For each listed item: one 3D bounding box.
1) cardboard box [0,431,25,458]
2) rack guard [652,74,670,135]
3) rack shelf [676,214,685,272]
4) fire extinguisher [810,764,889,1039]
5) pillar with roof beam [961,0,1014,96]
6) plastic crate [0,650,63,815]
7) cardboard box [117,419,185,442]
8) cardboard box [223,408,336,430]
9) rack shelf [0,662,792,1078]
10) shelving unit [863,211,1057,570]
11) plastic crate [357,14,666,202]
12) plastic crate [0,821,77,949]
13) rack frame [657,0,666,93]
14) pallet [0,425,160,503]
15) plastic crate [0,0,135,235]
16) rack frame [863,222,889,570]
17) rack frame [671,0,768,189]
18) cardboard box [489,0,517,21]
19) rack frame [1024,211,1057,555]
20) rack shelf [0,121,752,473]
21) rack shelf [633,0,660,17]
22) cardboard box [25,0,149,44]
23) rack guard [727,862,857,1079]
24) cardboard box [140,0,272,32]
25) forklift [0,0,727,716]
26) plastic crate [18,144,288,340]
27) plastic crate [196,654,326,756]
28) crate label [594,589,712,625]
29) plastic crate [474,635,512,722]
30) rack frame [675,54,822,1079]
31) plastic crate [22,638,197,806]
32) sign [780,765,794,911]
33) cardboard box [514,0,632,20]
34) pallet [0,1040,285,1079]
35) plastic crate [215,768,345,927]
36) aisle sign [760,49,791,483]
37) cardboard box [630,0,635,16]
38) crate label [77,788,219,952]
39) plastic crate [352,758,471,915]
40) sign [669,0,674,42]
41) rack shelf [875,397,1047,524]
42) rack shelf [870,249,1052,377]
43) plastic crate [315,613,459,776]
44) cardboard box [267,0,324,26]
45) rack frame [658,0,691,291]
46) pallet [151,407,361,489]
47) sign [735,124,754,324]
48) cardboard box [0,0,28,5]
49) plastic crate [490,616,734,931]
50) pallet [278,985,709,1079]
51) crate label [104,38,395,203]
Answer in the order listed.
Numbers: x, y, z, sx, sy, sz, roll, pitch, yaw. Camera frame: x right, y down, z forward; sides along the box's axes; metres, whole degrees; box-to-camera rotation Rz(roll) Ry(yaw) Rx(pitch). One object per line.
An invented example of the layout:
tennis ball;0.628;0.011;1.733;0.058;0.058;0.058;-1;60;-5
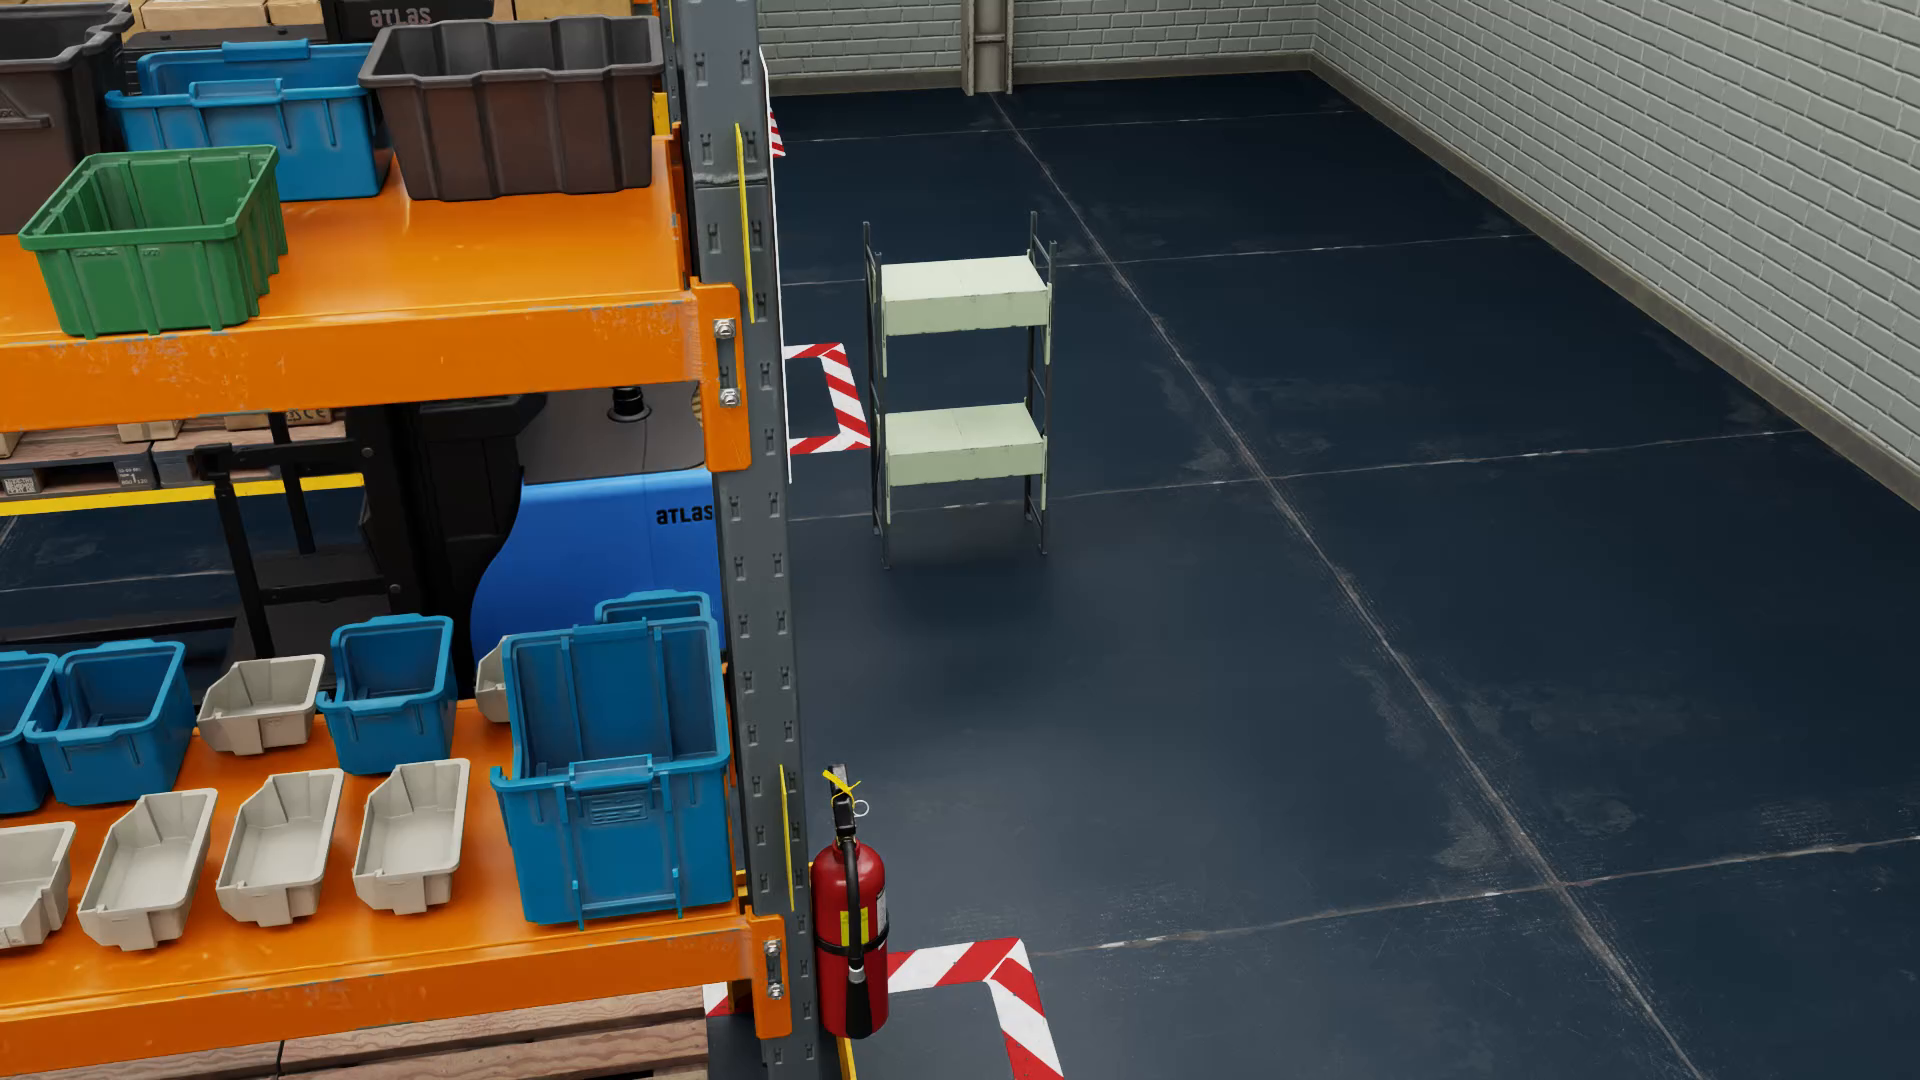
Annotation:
cardboard box;-4.855;-0.631;8.083;0.500;0.311;0.500;-5;31;-9
rack guard;-2.245;-3.430;13.089;0.348;0.500;1.175;-5;31;-9
rack shelf;-3.340;-1.543;8.124;4.000;0.370;1.077;-5;31;-9
fire extinguisher;-0.254;0.842;3.804;0.183;0.674;0.296;-5;31;-9
pillar with roof beam;1.007;-5.622;8.434;0.400;9.000;9.100;-5;31;-9
plastic crate;-2.377;0.487;4.069;0.300;0.233;0.416;-5;31;-9
cardboard box;-4.006;-0.653;8.262;0.250;0.166;0.380;-5;31;-9
cardboard box;-3.460;-0.958;8.448;0.637;0.503;0.797;-5;31;-9
rack shelf;-2.451;0.927;3.923;4.000;0.370;1.077;-5;31;-9
shelving unit;-0.007;-0.646;7.369;0.755;1.500;0.431;-5;31;-9
plastic crate;-0.913;-0.906;3.501;0.590;0.269;0.497;-5;31;-9
plastic crate;-2.099;0.780;3.665;0.250;0.136;0.298;-5;31;-9
rack frame;-2.268;-4.505;12.452;0.127;3.000;1.000;-5;31;-9
pallet;-4.631;-0.530;8.444;1.213;0.211;1.003;-5;31;-9
plastic crate;-2.036;-0.829;3.303;0.767;0.338;0.504;-5;31;-9
rack frame;-0.367;-0.612;7.312;0.023;1.500;0.400;-5;31;-9
rack frame;-0.484;-2.151;2.531;0.127;3.000;1.000;-5;31;-9
cardboard box;-2.258;-2.285;7.592;0.500;0.500;0.500;-4;31;-8
rack frame;0.353;-0.679;7.426;0.023;1.500;0.400;-5;31;-9
rack shelf;-2.451;-0.366;3.163;4.000;0.370;1.077;-5;31;-9
rack shelf;-4.236;-4.012;12.324;4.000;0.370;1.077;-5;31;-9
cardboard box;-3.780;-2.141;7.347;0.500;0.500;0.500;-6;31;-10
rack guard;-0.463;1.503;4.700;0.348;0.500;1.175;-5;31;-9
cardboard box;-3.272;-2.189;7.428;0.500;0.500;0.500;-4;31;-7
forklift;-2.365;-0.684;6.022;3.031;2.935;1.130;-6;31;-10
plastic crate;-1.403;-0.535;2.950;0.336;0.188;0.450;-5;31;-9
plastic crate;-1.784;0.431;4.259;0.298;0.136;0.250;-5;31;-9
crate label;-0.786;0.339;4.320;0.303;0.233;0.416;-5;31;-9
plastic crate;-1.117;0.369;4.364;0.298;0.136;0.250;-5;31;-9
rack frame;-0.484;0.435;4.052;0.127;3.000;1.000;-5;31;-9
plastic crate;-2.081;0.460;4.115;0.300;0.233;0.416;-5;31;-9
sign;-0.369;0.637;3.546;0.005;0.325;0.100;-5;31;-9
cardboard box;-1.761;-2.332;7.671;0.500;0.500;0.500;-6;31;-9
pallet;-2.500;1.802;4.477;1.213;0.211;1.003;-5;31;-9
plastic crate;-1.541;0.706;3.790;0.243;0.136;0.396;-5;31;-9
aisle sign;-0.360;-0.547;3.155;0.004;0.787;0.394;-5;31;-9
cardboard box;-1.857;-2.600;8.128;0.500;0.500;0.500;-4;31;-7
crate label;-1.811;0.744;3.726;0.243;0.136;0.396;-5;31;-9
plastic crate;-1.254;0.687;3.823;0.243;0.136;0.396;-5;31;-9
sign;-1.292;-2.392;7.405;0.005;0.325;0.100;-5;31;-9
rack shelf;-0.007;-0.365;7.534;0.720;0.370;0.431;-5;31;-9
rack shelf;-0.007;-0.982;7.171;0.720;0.370;0.431;-5;31;-9
plastic crate;-1.434;0.399;4.217;0.300;0.233;0.416;-5;31;-9
cardboard box;-2.767;-2.236;7.507;0.500;0.500;0.500;-4;31;-8
rack frame;-1.373;-2.035;8.252;0.127;3.000;1.000;-5;31;-9
pallet;-3.429;-0.643;8.636;1.213;0.211;1.003;-5;31;-9
sign;-0.369;-0.541;2.854;0.005;0.325;0.100;-5;31;-9
cardboard box;-4.286;-2.094;7.267;0.500;0.500;0.500;-6;31;-10
plastic crate;-0.780;0.517;3.817;0.499;0.435;0.616;-5;31;-9
pallet;-1.302;1.693;4.663;1.213;0.211;1.003;-5;31;-9
crate label;-1.450;-0.871;3.460;0.502;0.251;0.408;-5;31;-9
